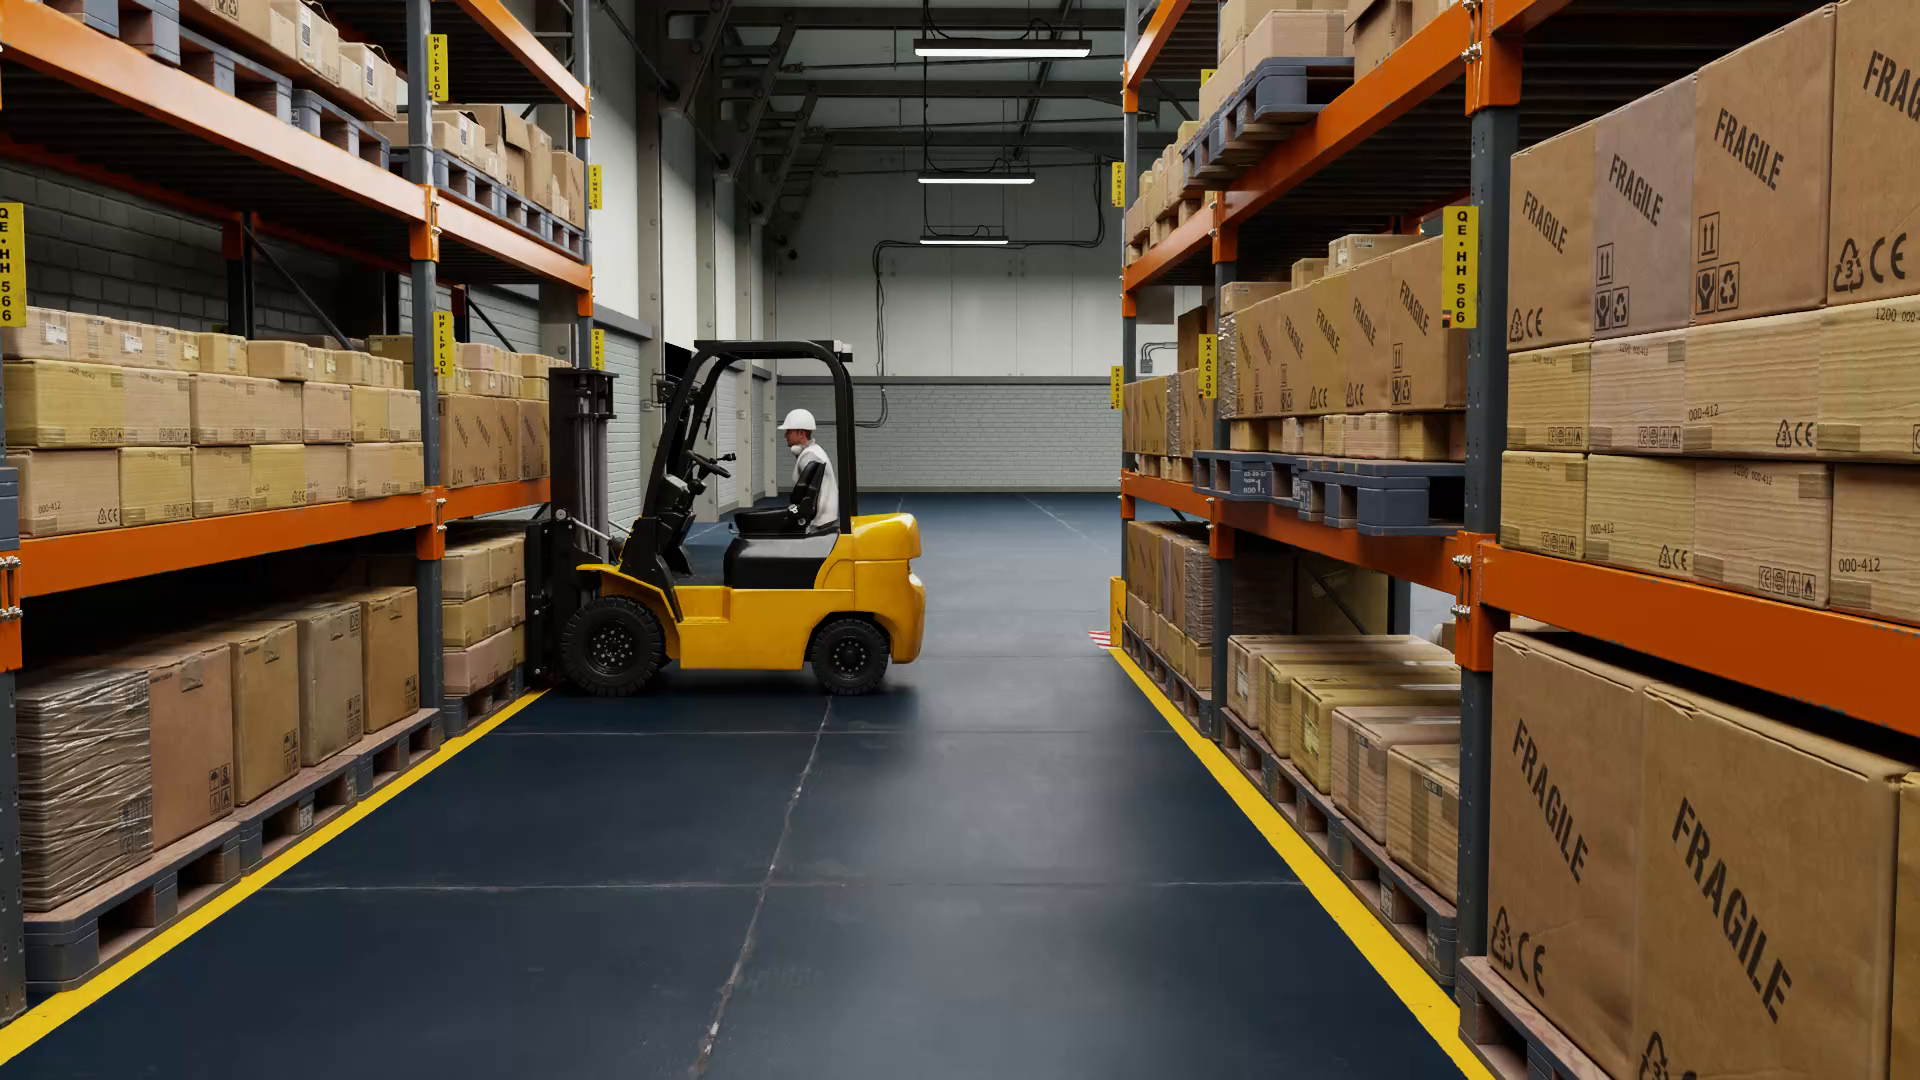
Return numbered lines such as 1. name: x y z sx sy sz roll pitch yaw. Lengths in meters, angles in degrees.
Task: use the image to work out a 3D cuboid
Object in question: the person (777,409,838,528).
1. person: -1.173 -0.114 12.766 0.467 1.773 0.593 0 4 -4
